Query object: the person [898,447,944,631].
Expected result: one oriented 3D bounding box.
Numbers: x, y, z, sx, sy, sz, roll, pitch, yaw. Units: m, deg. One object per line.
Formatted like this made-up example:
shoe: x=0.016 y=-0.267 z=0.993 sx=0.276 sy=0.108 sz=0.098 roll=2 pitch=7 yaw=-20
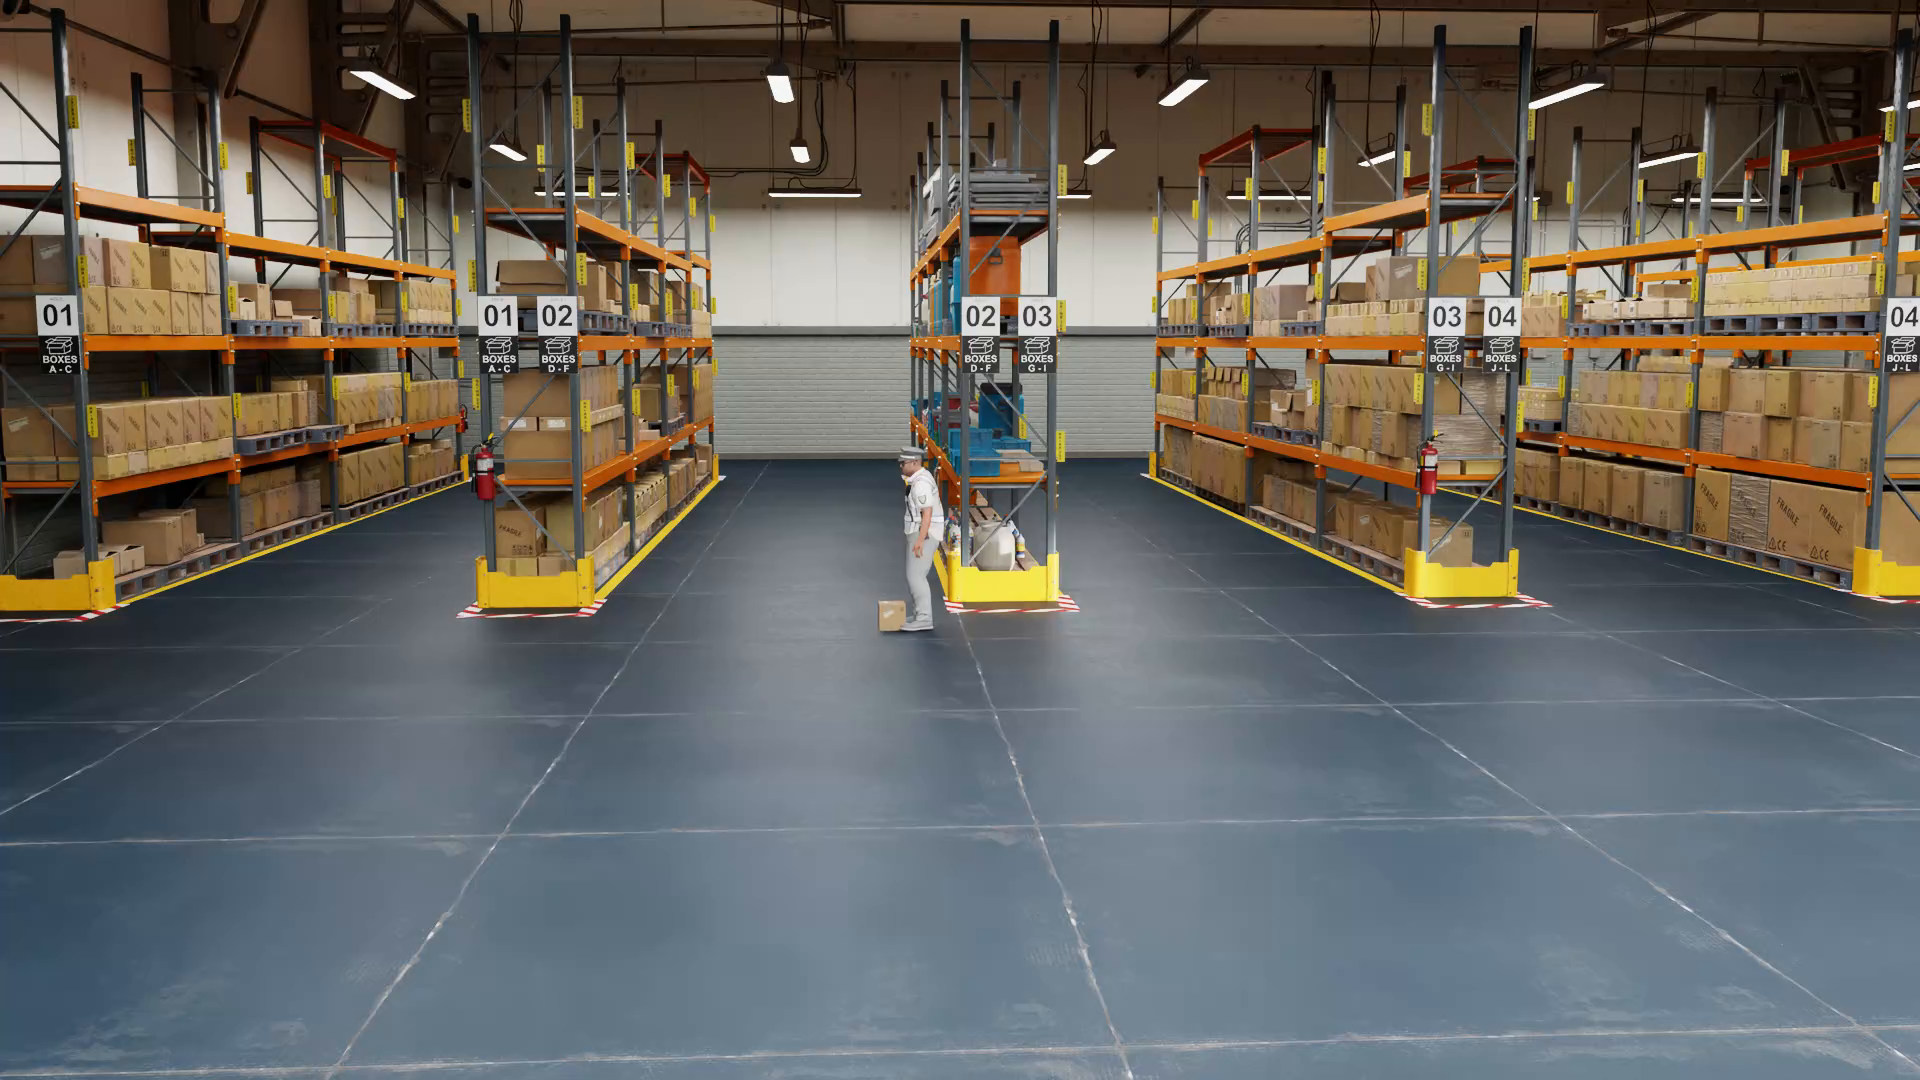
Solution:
person: x=-0.379 y=-0.021 z=15.886 sx=0.437 sy=1.747 sz=0.604 roll=-1 pitch=7 yaw=-7
